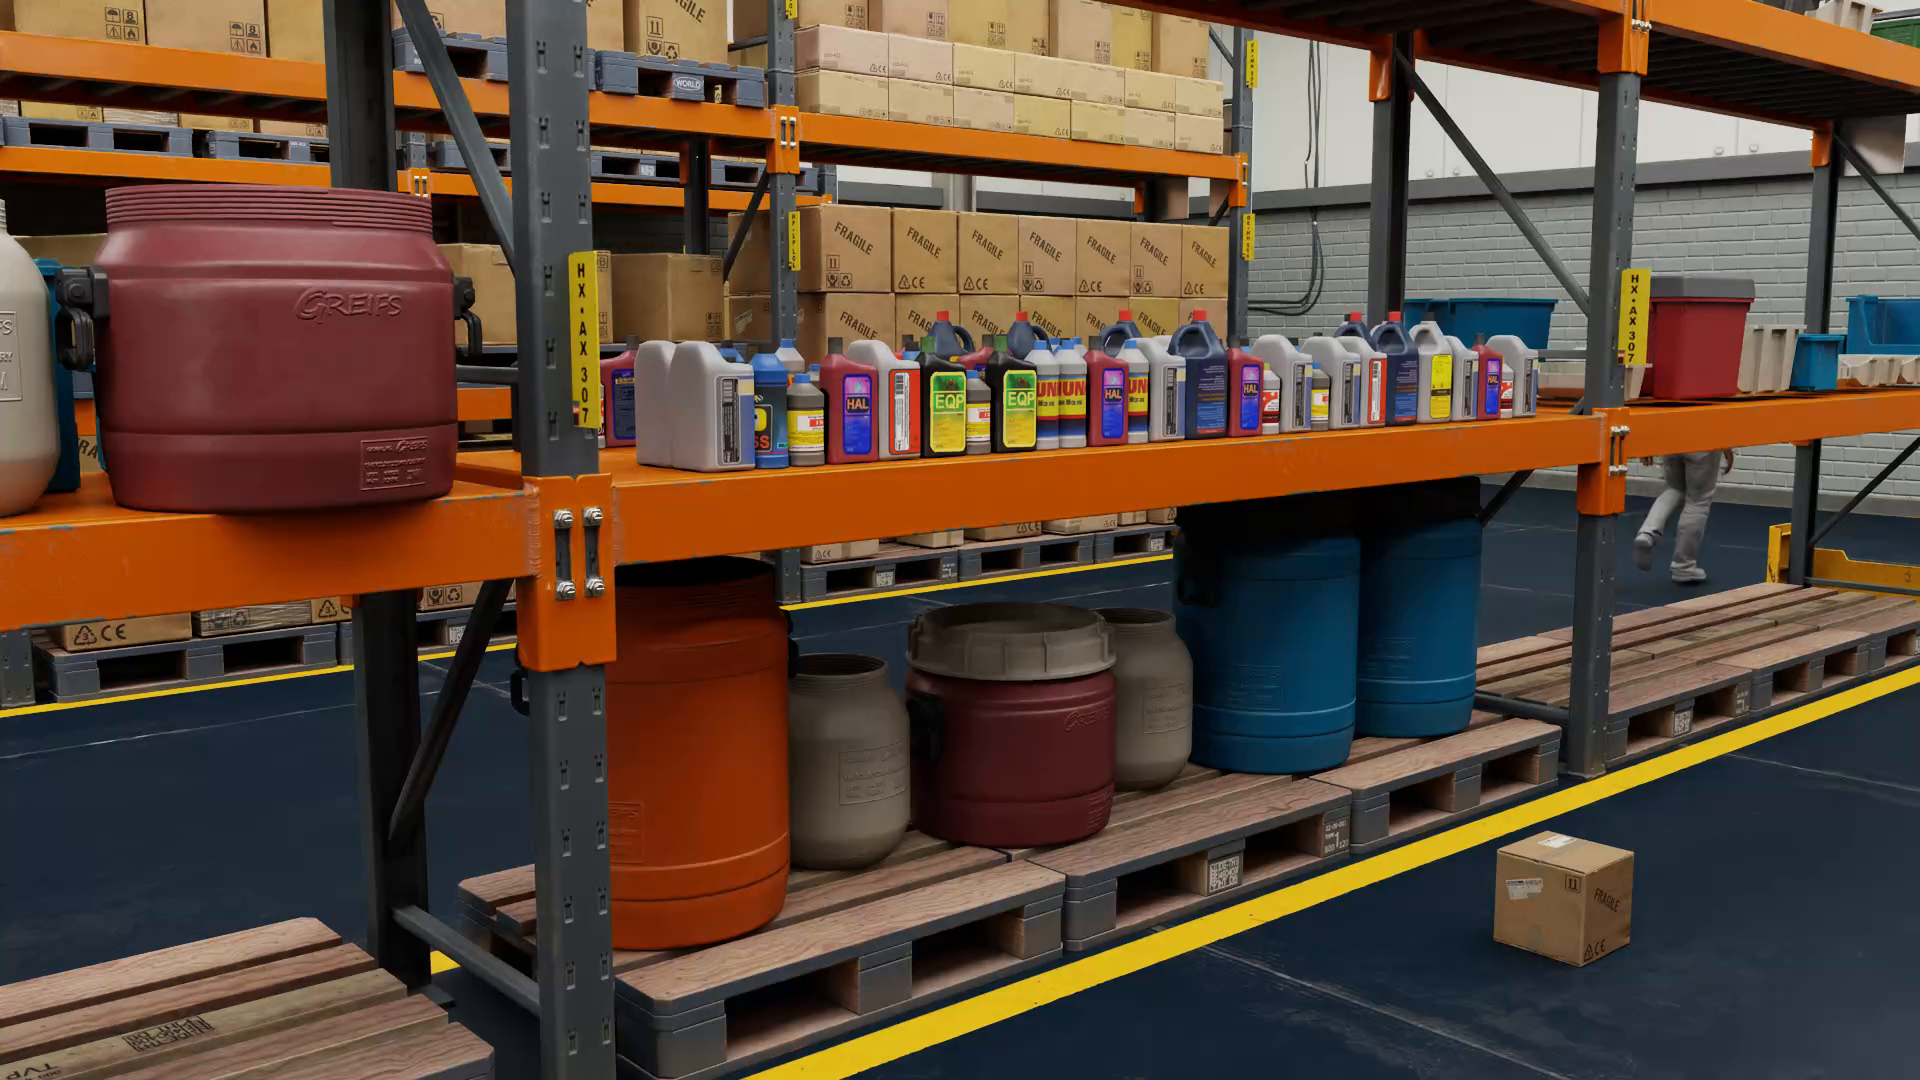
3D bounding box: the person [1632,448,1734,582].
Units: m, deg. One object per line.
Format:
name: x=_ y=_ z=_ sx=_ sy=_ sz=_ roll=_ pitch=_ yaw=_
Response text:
person: x=4.522 y=-0.613 z=10.302 sx=0.492 sy=1.753 sz=0.624 roll=-5 pitch=9 yaw=-34
